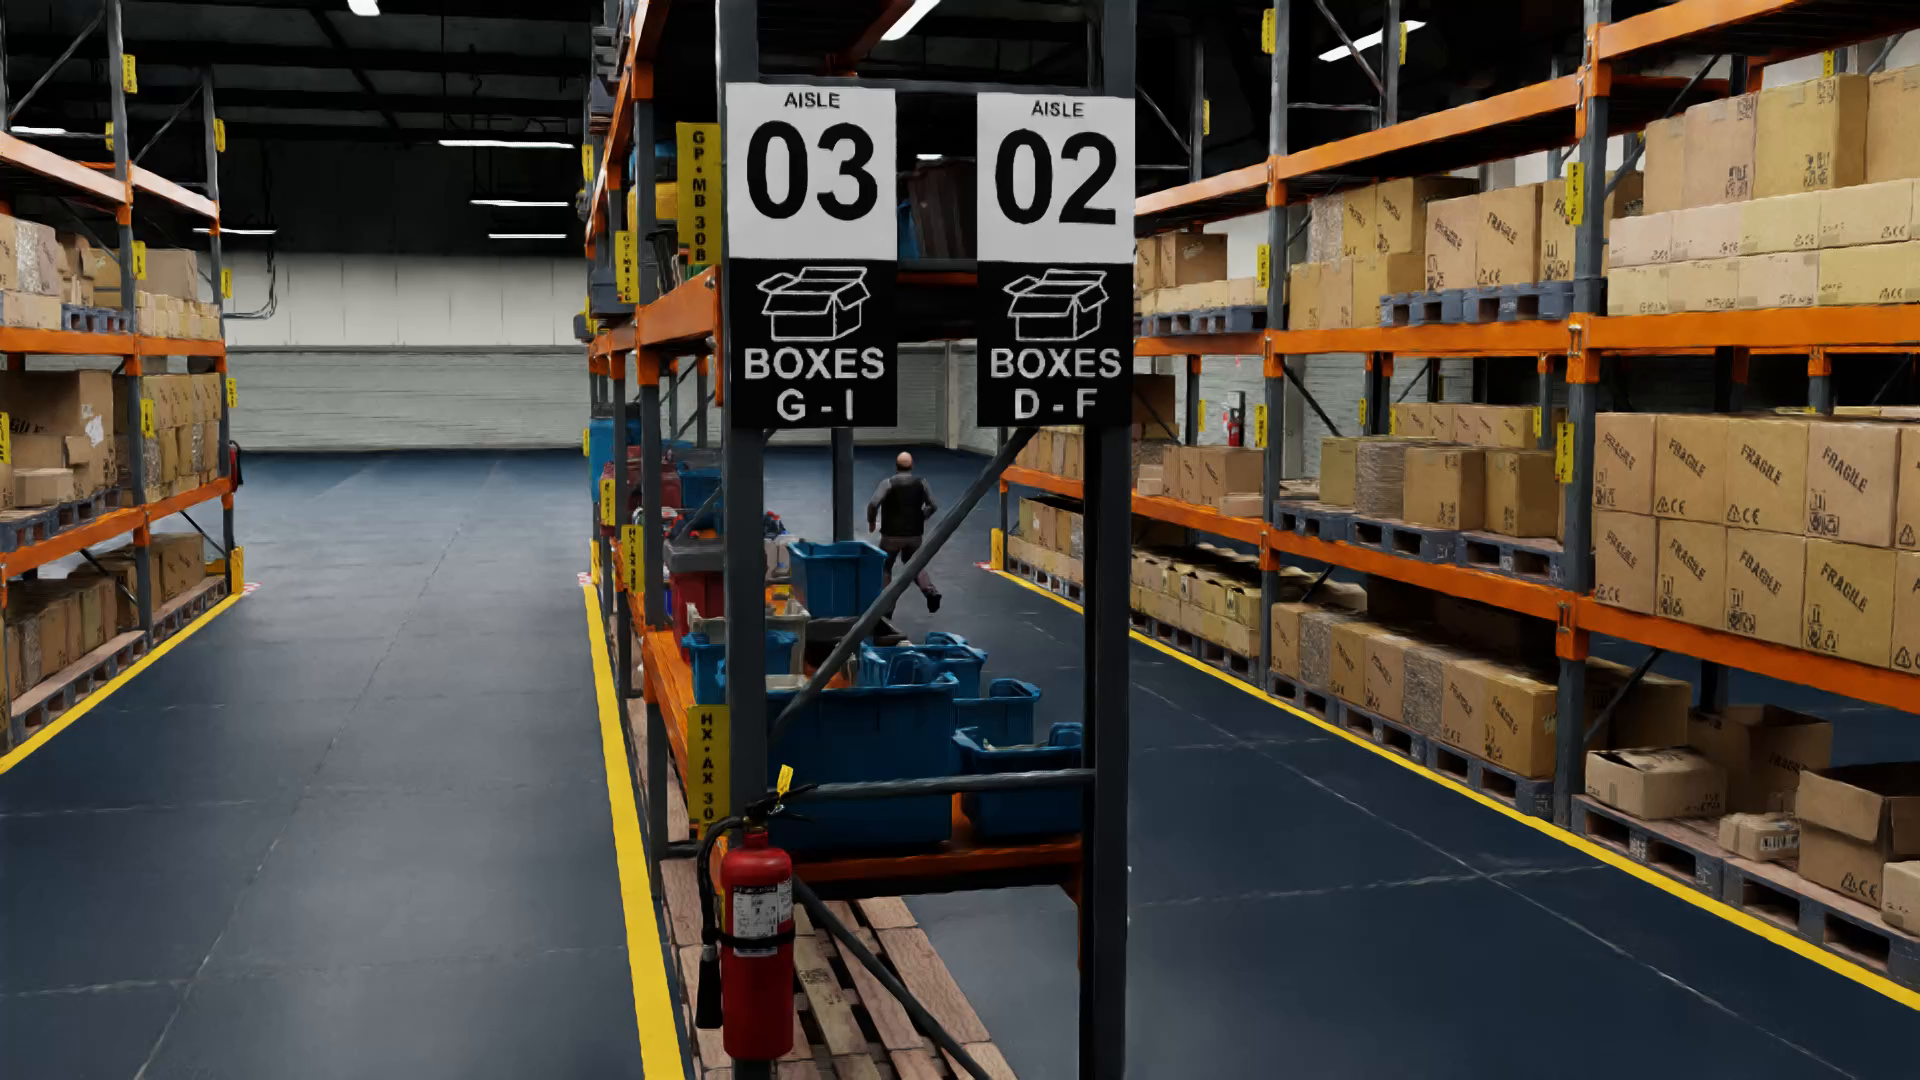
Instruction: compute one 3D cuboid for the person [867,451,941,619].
[{"bbox_3d":[-0.593,-0.047,16.674,0.773,1.692,0.491,-3,7,-25],"label":"person"}]
